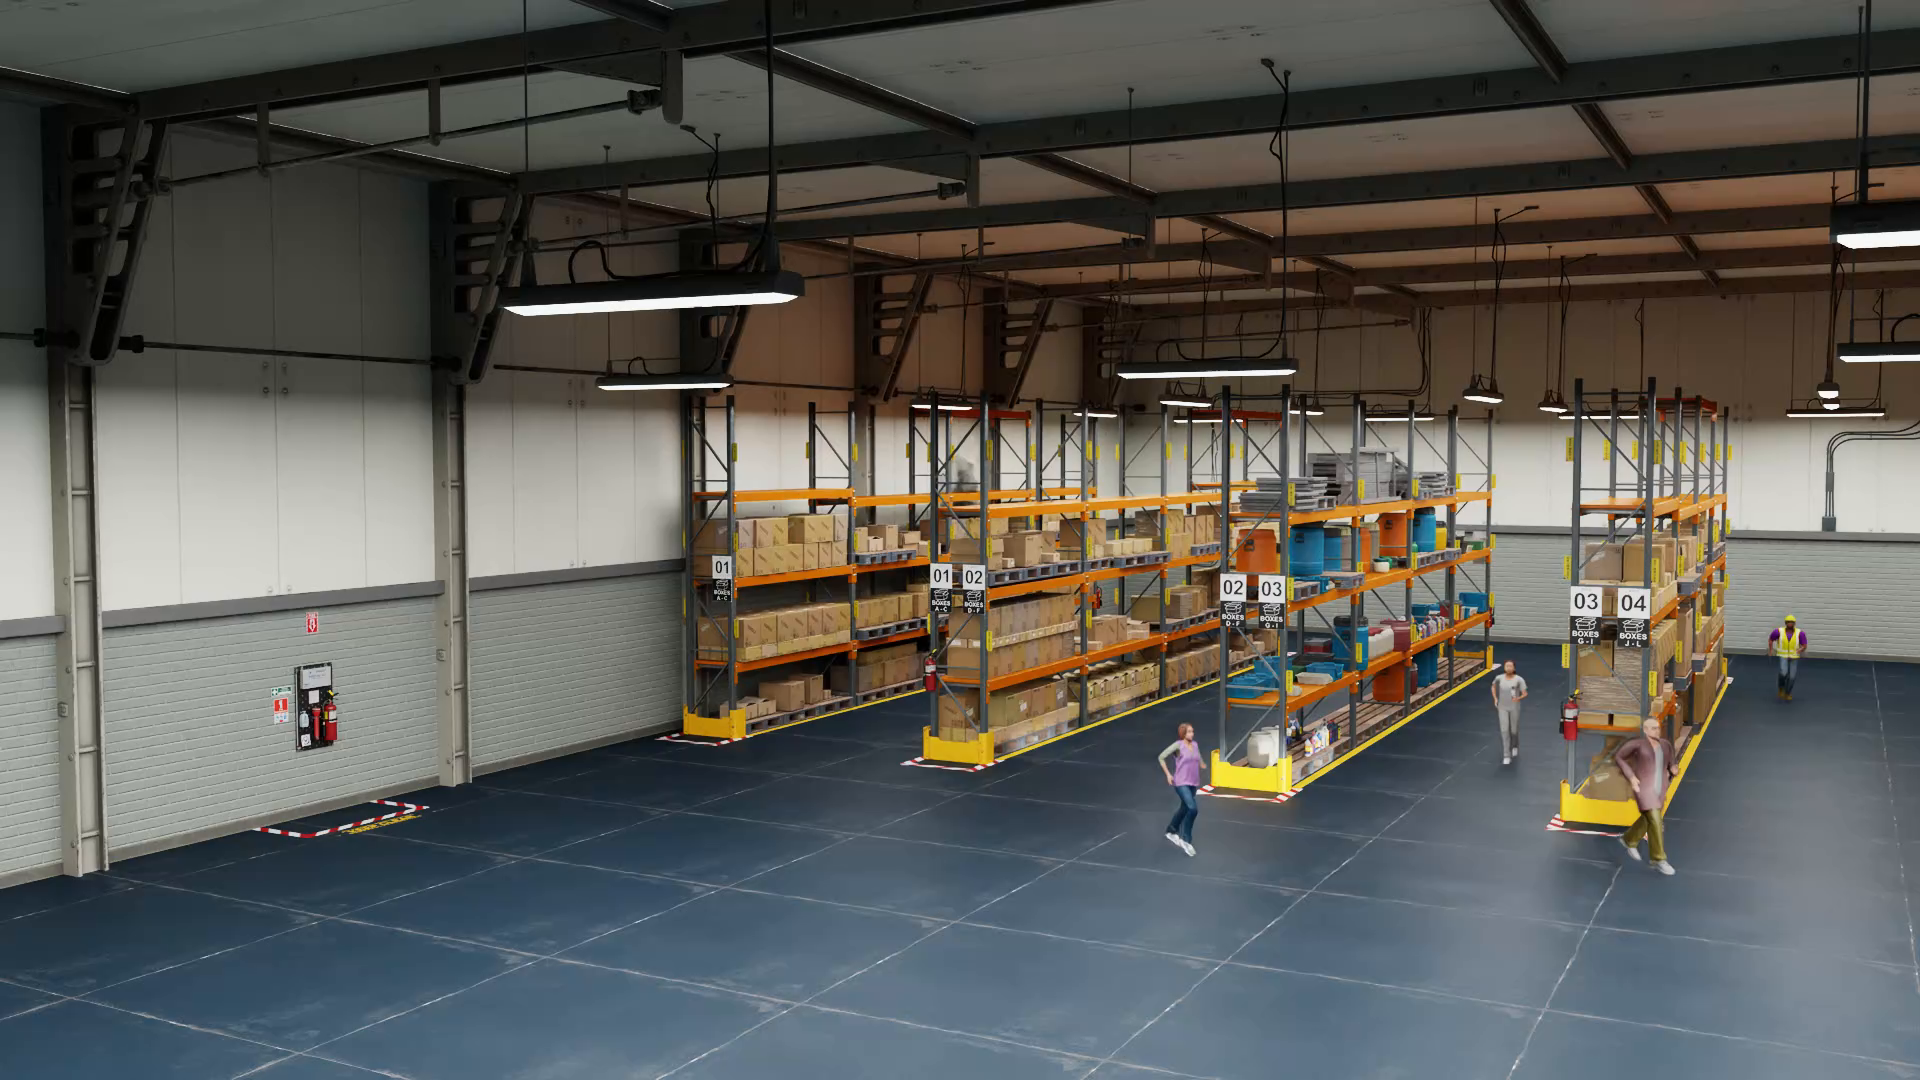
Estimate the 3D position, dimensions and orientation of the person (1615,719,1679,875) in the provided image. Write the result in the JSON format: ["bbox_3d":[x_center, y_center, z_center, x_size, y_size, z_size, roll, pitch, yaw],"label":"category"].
[{"bbox_3d":[8.278,3.026,19.975,0.699,1.787,0.985,-1,3,-20],"label":"person"}]

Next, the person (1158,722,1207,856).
[{"bbox_3d":[2.820,3.111,20.834,0.504,1.630,0.711,-3,4,-40],"label":"person"}]

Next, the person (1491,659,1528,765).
[{"bbox_3d":[8.859,2.746,26.833,0.572,1.662,0.839,1,3,23],"label":"person"}]

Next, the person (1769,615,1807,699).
[{"bbox_3d":[16.660,2.365,33.456,0.683,1.717,0.722,1,3,20],"label":"person"}]
